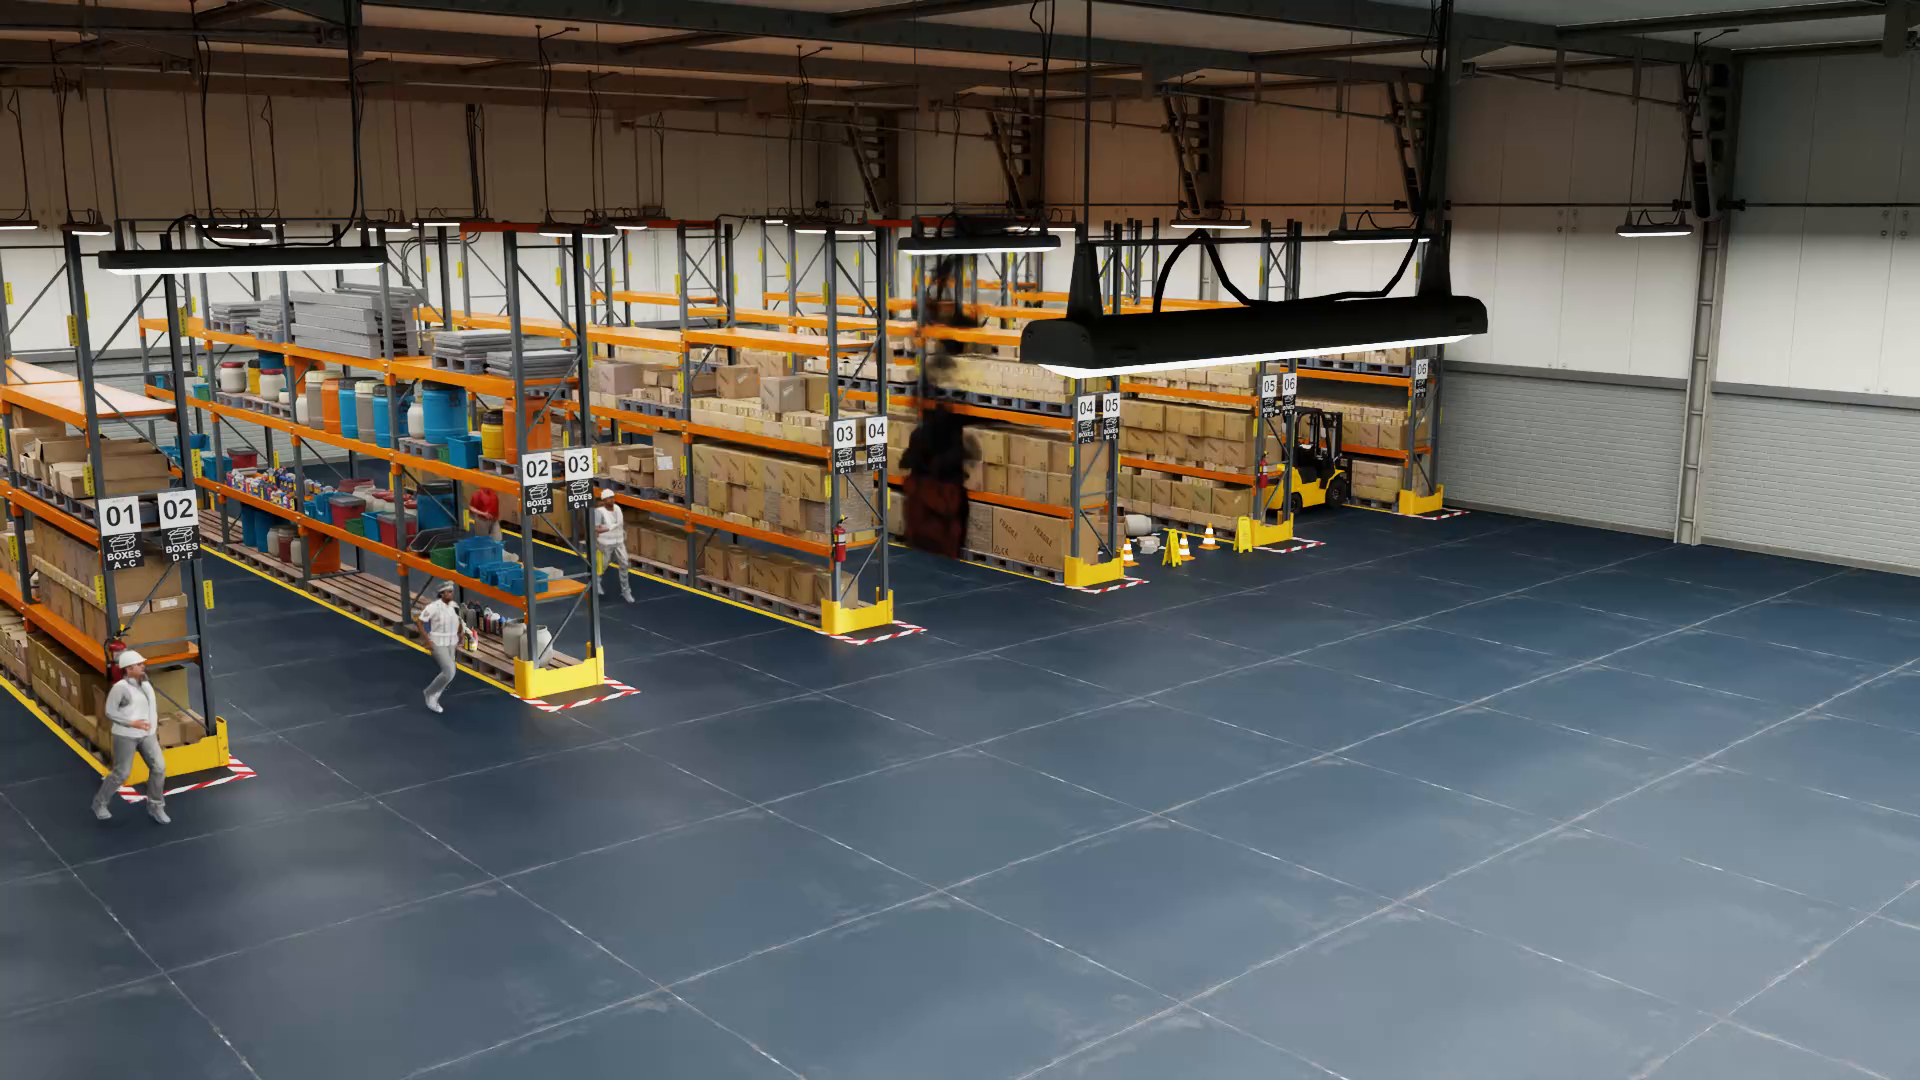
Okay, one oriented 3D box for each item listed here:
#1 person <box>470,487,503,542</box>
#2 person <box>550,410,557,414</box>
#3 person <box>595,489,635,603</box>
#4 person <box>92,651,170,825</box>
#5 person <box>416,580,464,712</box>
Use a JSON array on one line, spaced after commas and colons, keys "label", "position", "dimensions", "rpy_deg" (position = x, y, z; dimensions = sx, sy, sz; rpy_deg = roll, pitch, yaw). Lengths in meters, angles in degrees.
[{"label": "person", "position": [-8.278, -0.287, 28.959], "dimensions": [0.950, 1.719, 0.647], "rpy_deg": [8, 14, 36]}, {"label": "person", "position": [-9.752, -2.223, 38.865], "dimensions": [0.758, 1.563, 0.830], "rpy_deg": [1, 11, 6]}, {"label": "person", "position": [-5.645, 0.074, 26.890], "dimensions": [0.903, 1.814, 0.672], "rpy_deg": [11, 15, 42]}, {"label": "person", "position": [-8.577, 2.037, 17.336], "dimensions": [0.826, 1.780, 0.734], "rpy_deg": [3, 12, 16]}, {"label": "person", "position": [-6.515, 1.338, 21.107], "dimensions": [0.529, 1.660, 0.578], "rpy_deg": [6, 13, 27]}]
